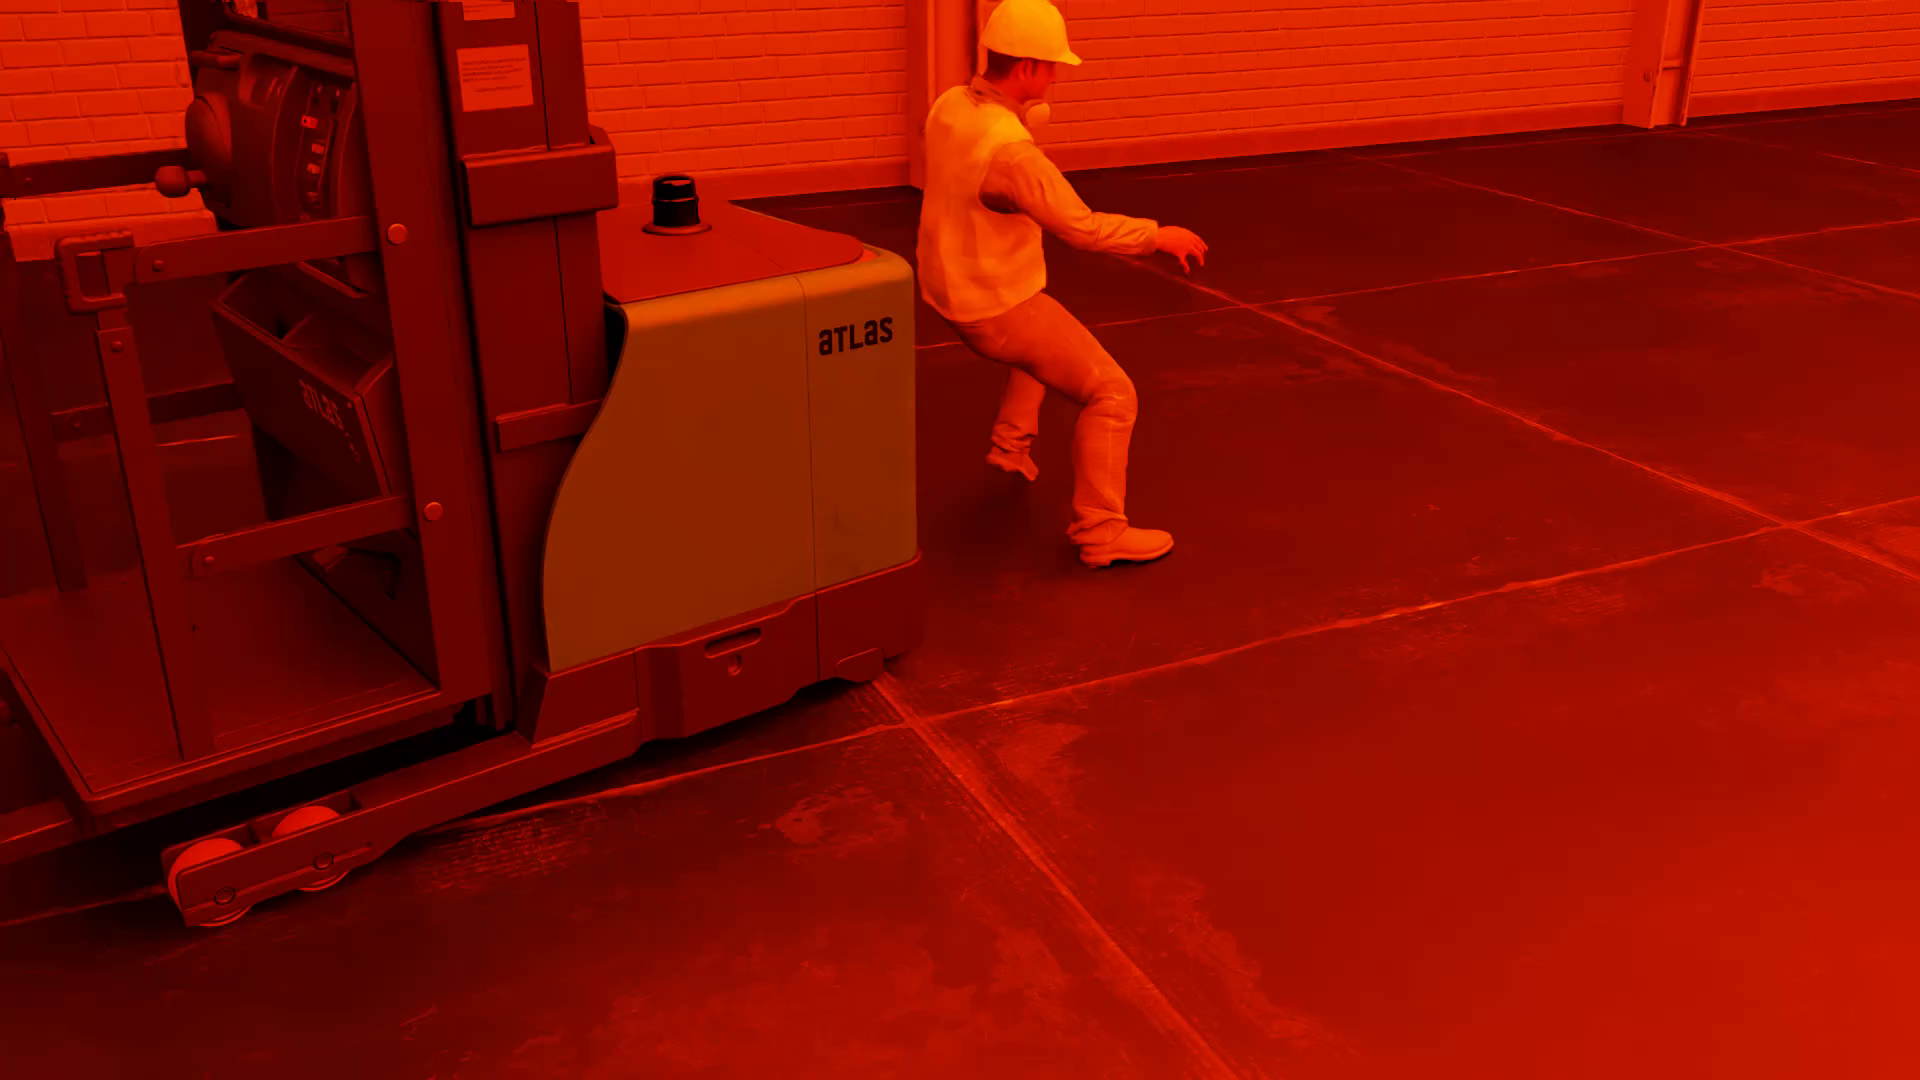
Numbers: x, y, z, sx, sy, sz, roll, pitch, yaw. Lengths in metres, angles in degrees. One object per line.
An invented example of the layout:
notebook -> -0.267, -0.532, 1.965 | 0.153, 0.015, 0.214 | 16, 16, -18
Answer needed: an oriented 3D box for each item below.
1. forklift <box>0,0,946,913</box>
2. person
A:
forklift -> -1.502, -0.840, 3.308 | 3.031, 2.935, 1.130 | -17, 28, -35
person -> 0.280, -0.829, 5.053 | 0.745, 1.577, 0.953 | -6, 23, -13
